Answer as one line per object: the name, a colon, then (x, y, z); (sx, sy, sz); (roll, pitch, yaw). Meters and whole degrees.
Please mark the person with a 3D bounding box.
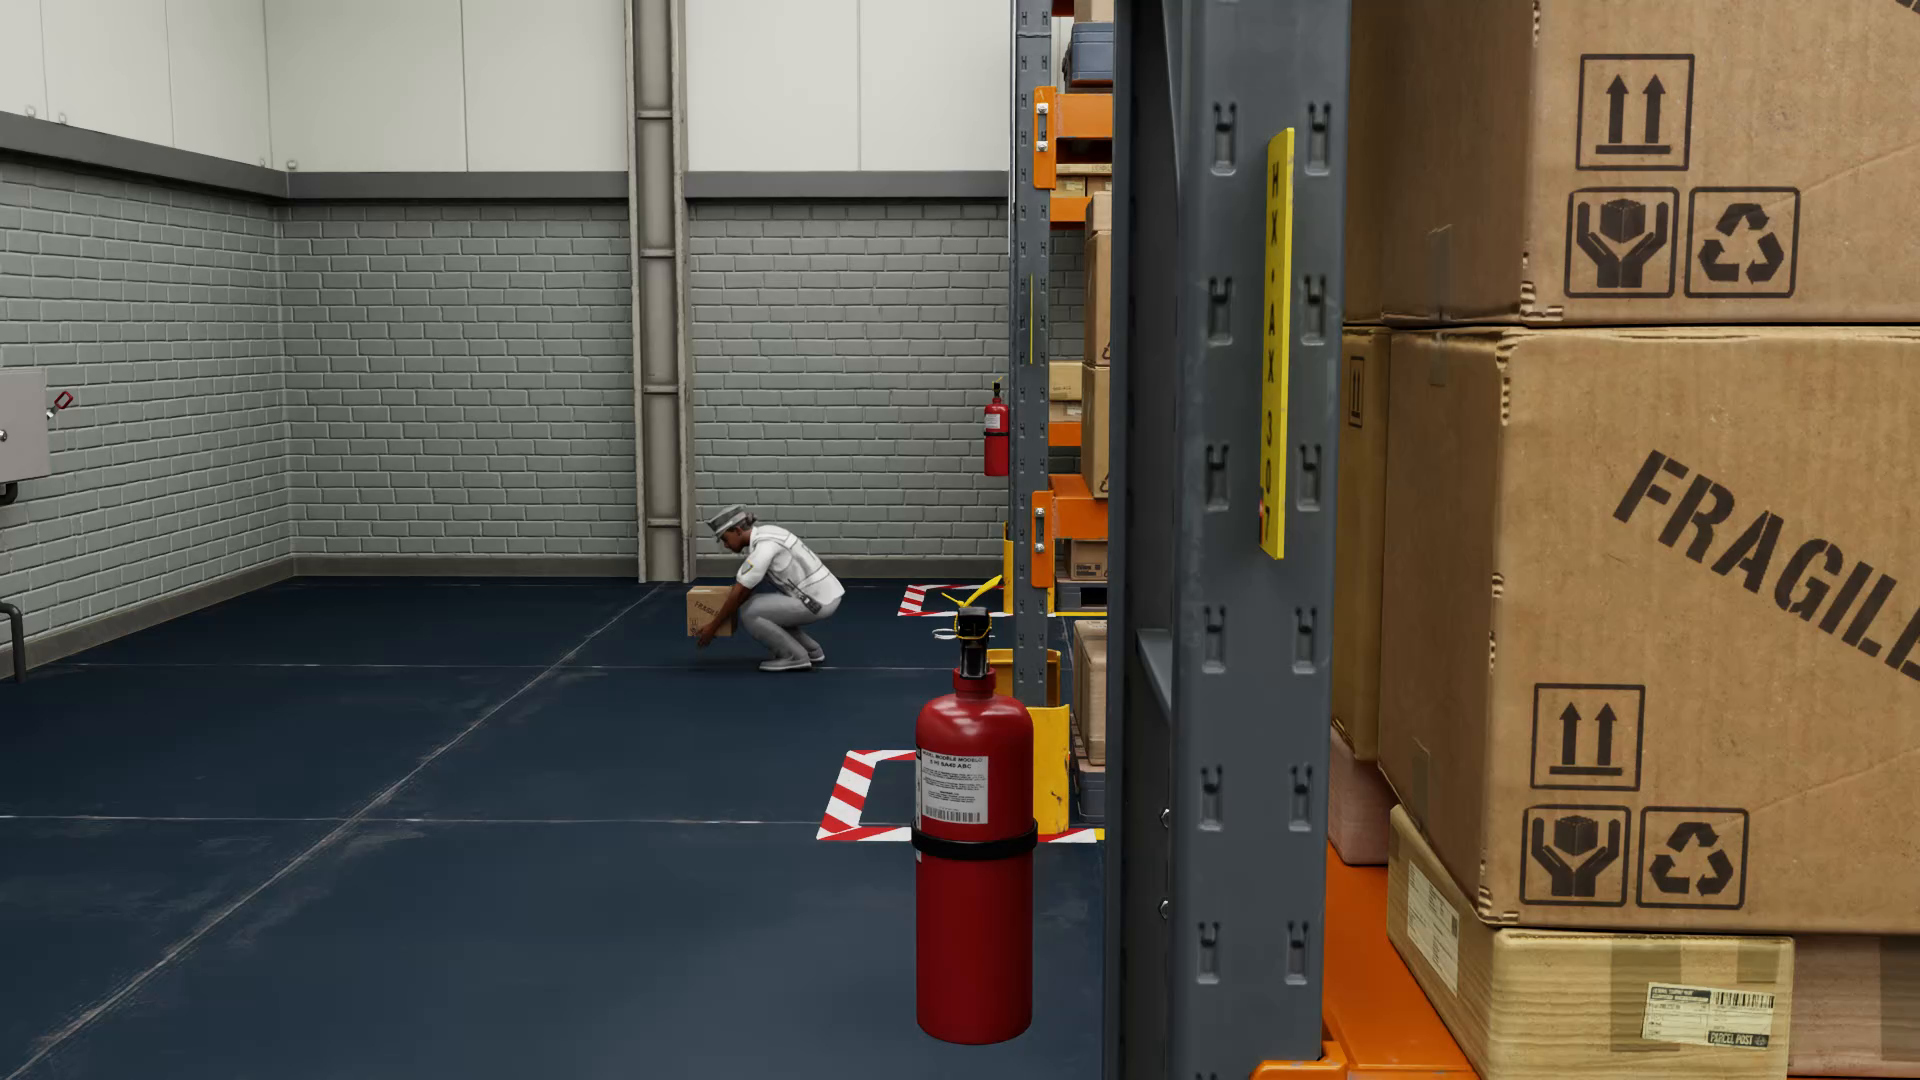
person: (-1.088, 0.264, 9.546); (0.840, 0.961, 0.485); (0, 7, 1)
